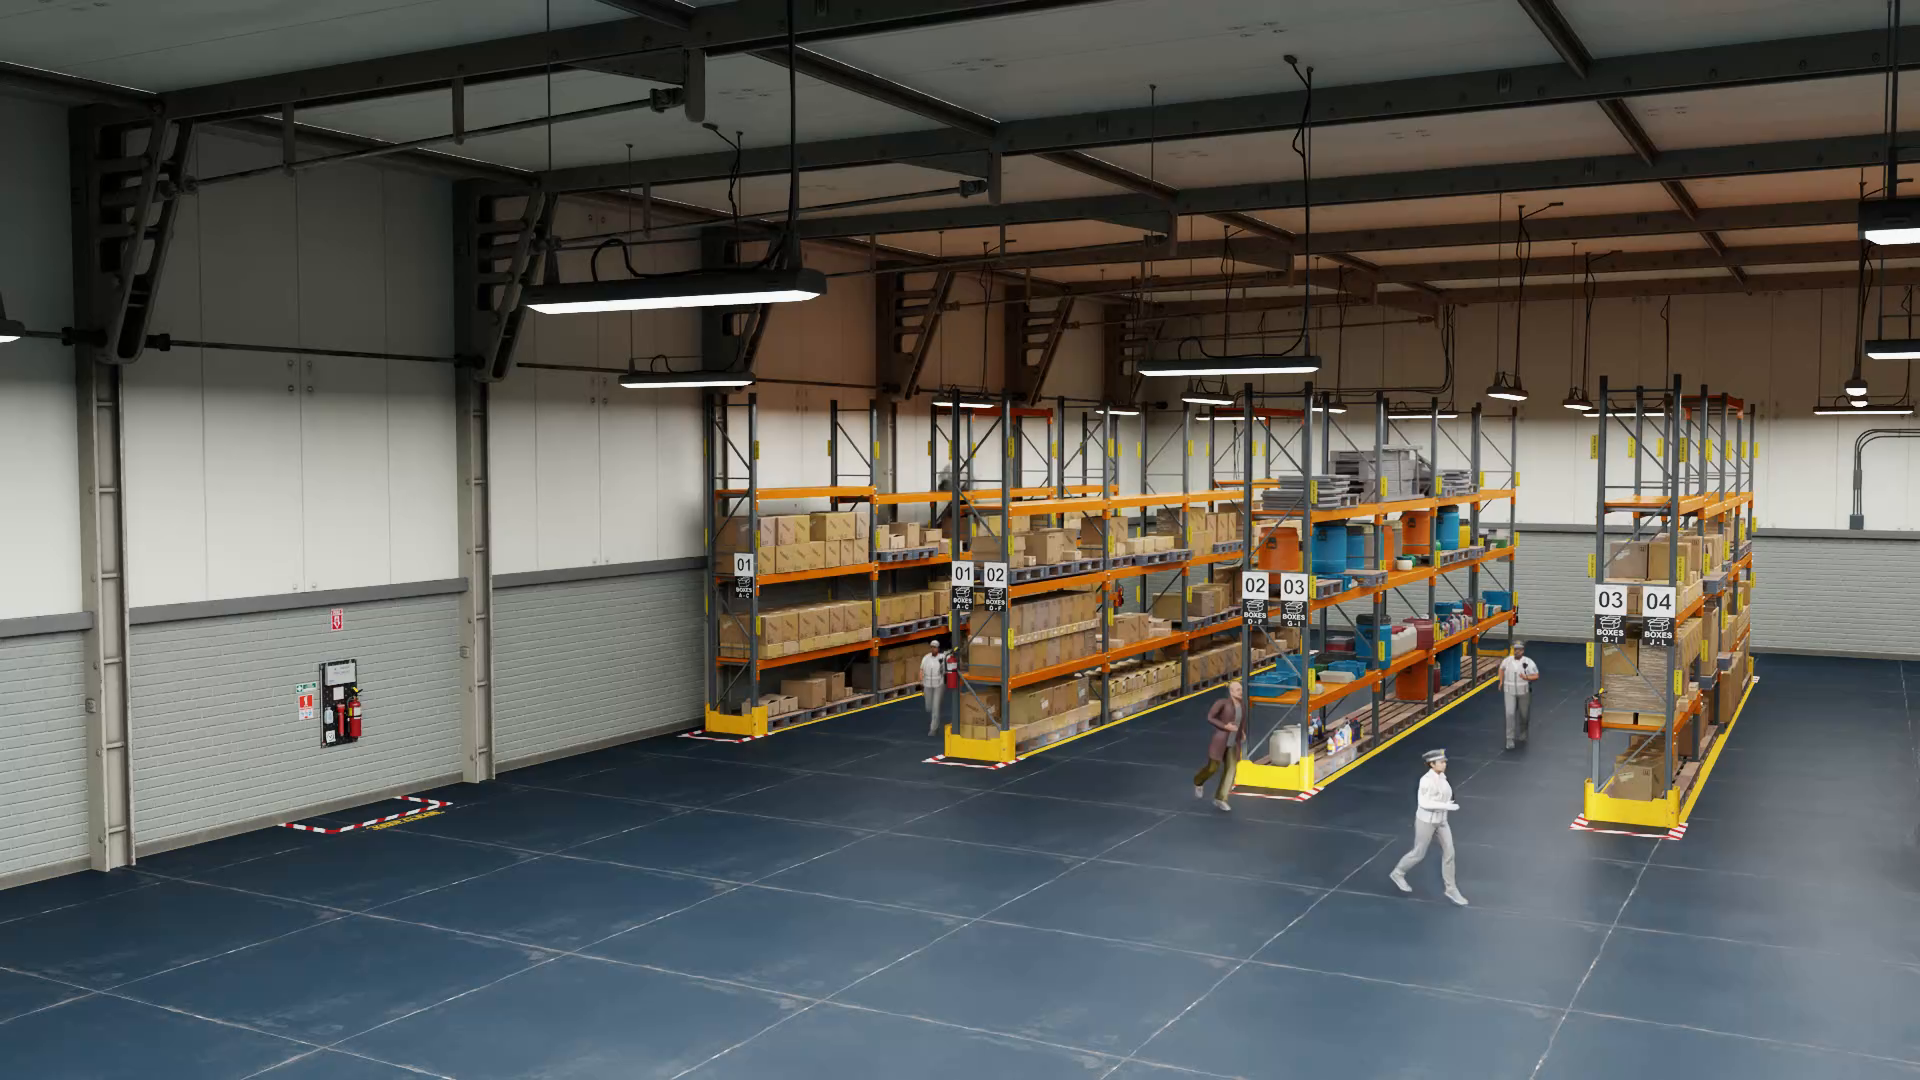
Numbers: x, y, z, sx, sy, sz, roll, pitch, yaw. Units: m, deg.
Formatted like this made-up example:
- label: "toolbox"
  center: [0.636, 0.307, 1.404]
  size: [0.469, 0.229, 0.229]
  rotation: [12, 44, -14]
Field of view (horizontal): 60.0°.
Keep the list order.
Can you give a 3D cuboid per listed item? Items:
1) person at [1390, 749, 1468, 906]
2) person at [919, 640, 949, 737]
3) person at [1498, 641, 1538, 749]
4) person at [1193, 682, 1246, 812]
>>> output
- label: "person"
  center: [5.235, 3.148, 18.482]
  size: [0.574, 1.707, 0.858]
  rotation: [-3, 4, -41]
- label: "person"
  center: [-0.433, 2.596, 29.369]
  size: [0.607, 1.659, 0.849]
  rotation: [1, 3, 17]
- label: "person"
  center: [9.411, 2.575, 28.065]
  size: [0.662, 1.772, 0.986]
  rotation: [1, 3, 22]
- label: "person"
  center: [3.792, 2.870, 23.442]
  size: [0.709, 1.742, 0.949]
  rotation: [-1, 3, -19]
